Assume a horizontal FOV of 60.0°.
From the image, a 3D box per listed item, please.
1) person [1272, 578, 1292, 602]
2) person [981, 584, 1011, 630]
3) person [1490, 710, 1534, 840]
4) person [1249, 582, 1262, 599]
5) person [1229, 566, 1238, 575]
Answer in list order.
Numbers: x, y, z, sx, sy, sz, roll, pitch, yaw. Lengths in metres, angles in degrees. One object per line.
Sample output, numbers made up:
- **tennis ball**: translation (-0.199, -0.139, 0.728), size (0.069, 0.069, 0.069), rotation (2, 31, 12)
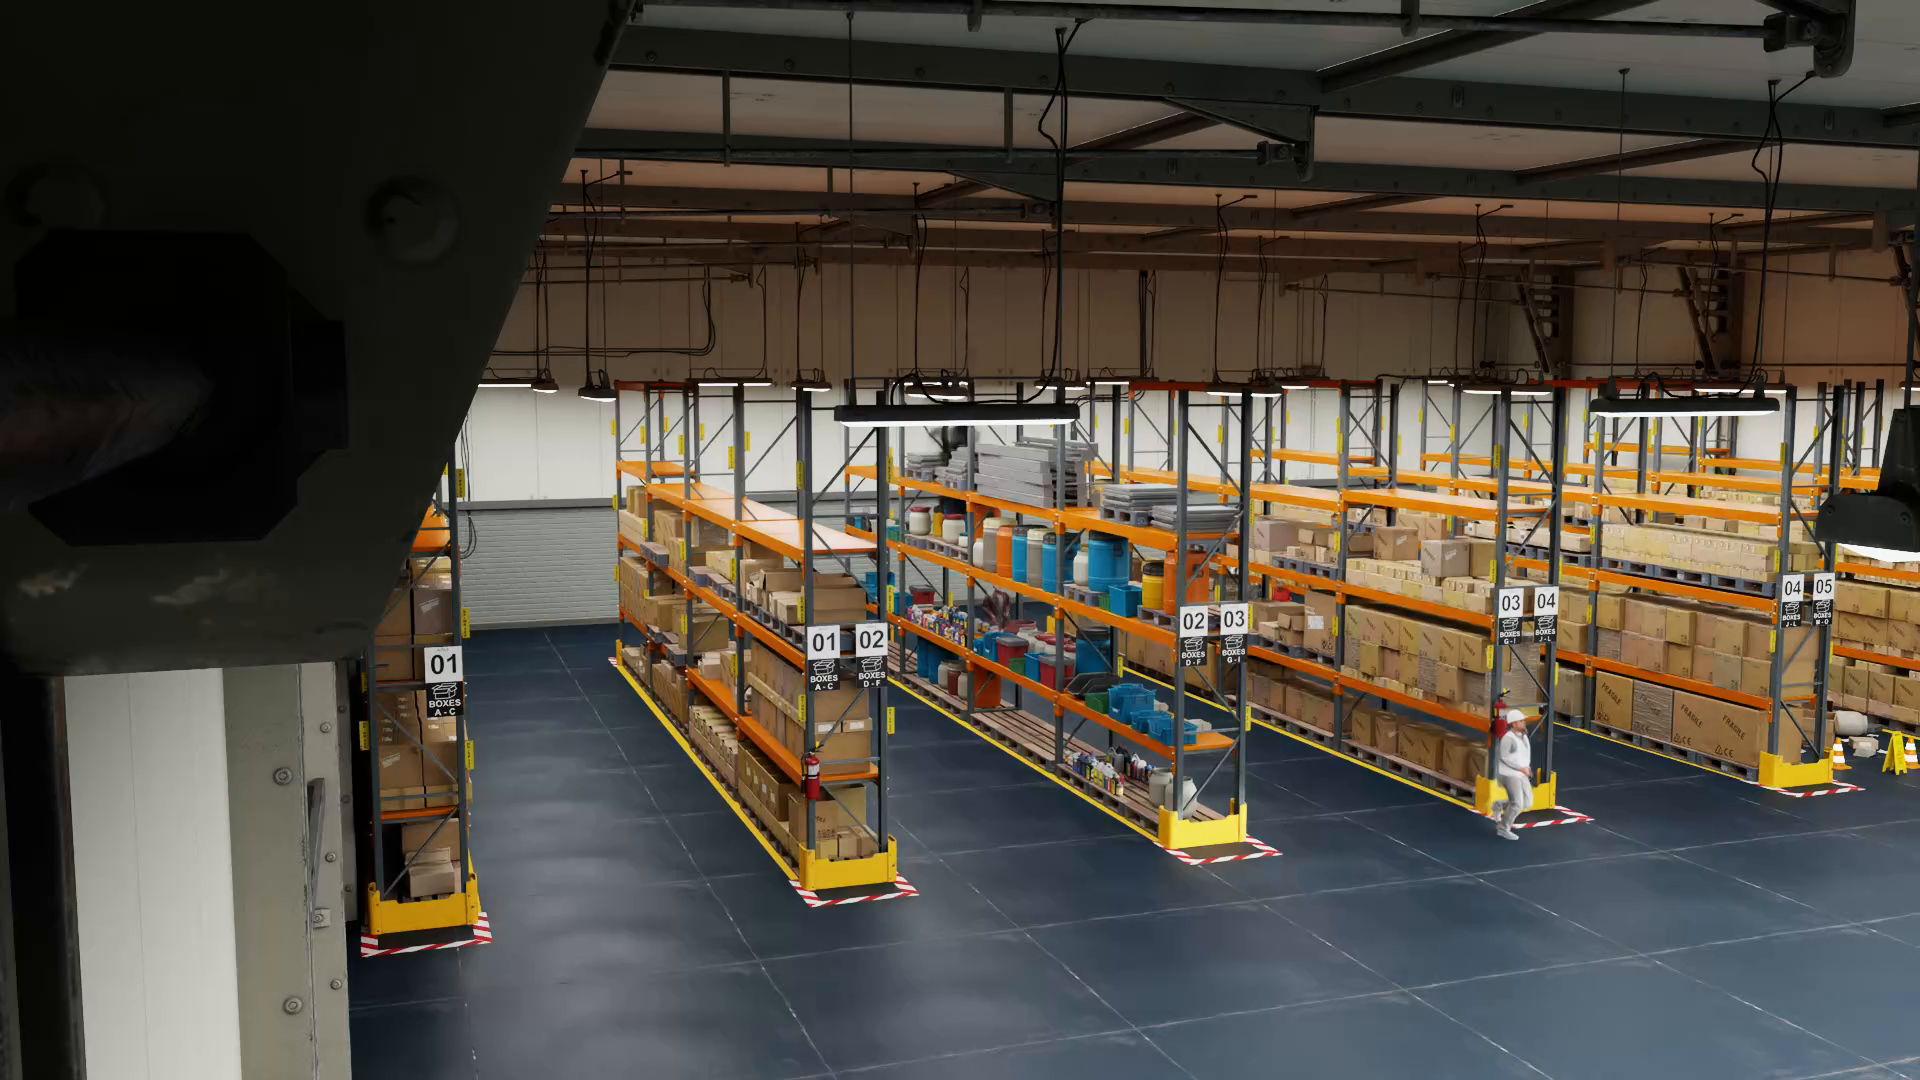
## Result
- **person**: translation (6.925, 1.661, 35.855), size (0.673, 1.689, 1.085), rotation (-1, 6, -11)
- **person**: translation (0.798, 1.696, 35.087), size (0.690, 1.663, 0.662), rotation (-3, 7, -27)
- **person**: translation (7.415, 3.127, 22.261), size (0.647, 1.744, 0.664), rotation (5, 8, 41)
- **person**: translation (7.451, 1.098, 41.486), size (0.571, 1.731, 0.743), rotation (2, 6, 19)
- **person**: translation (6.848, 1.147, 41.231), size (0.817, 1.669, 0.607), rotation (-3, 7, -29)
